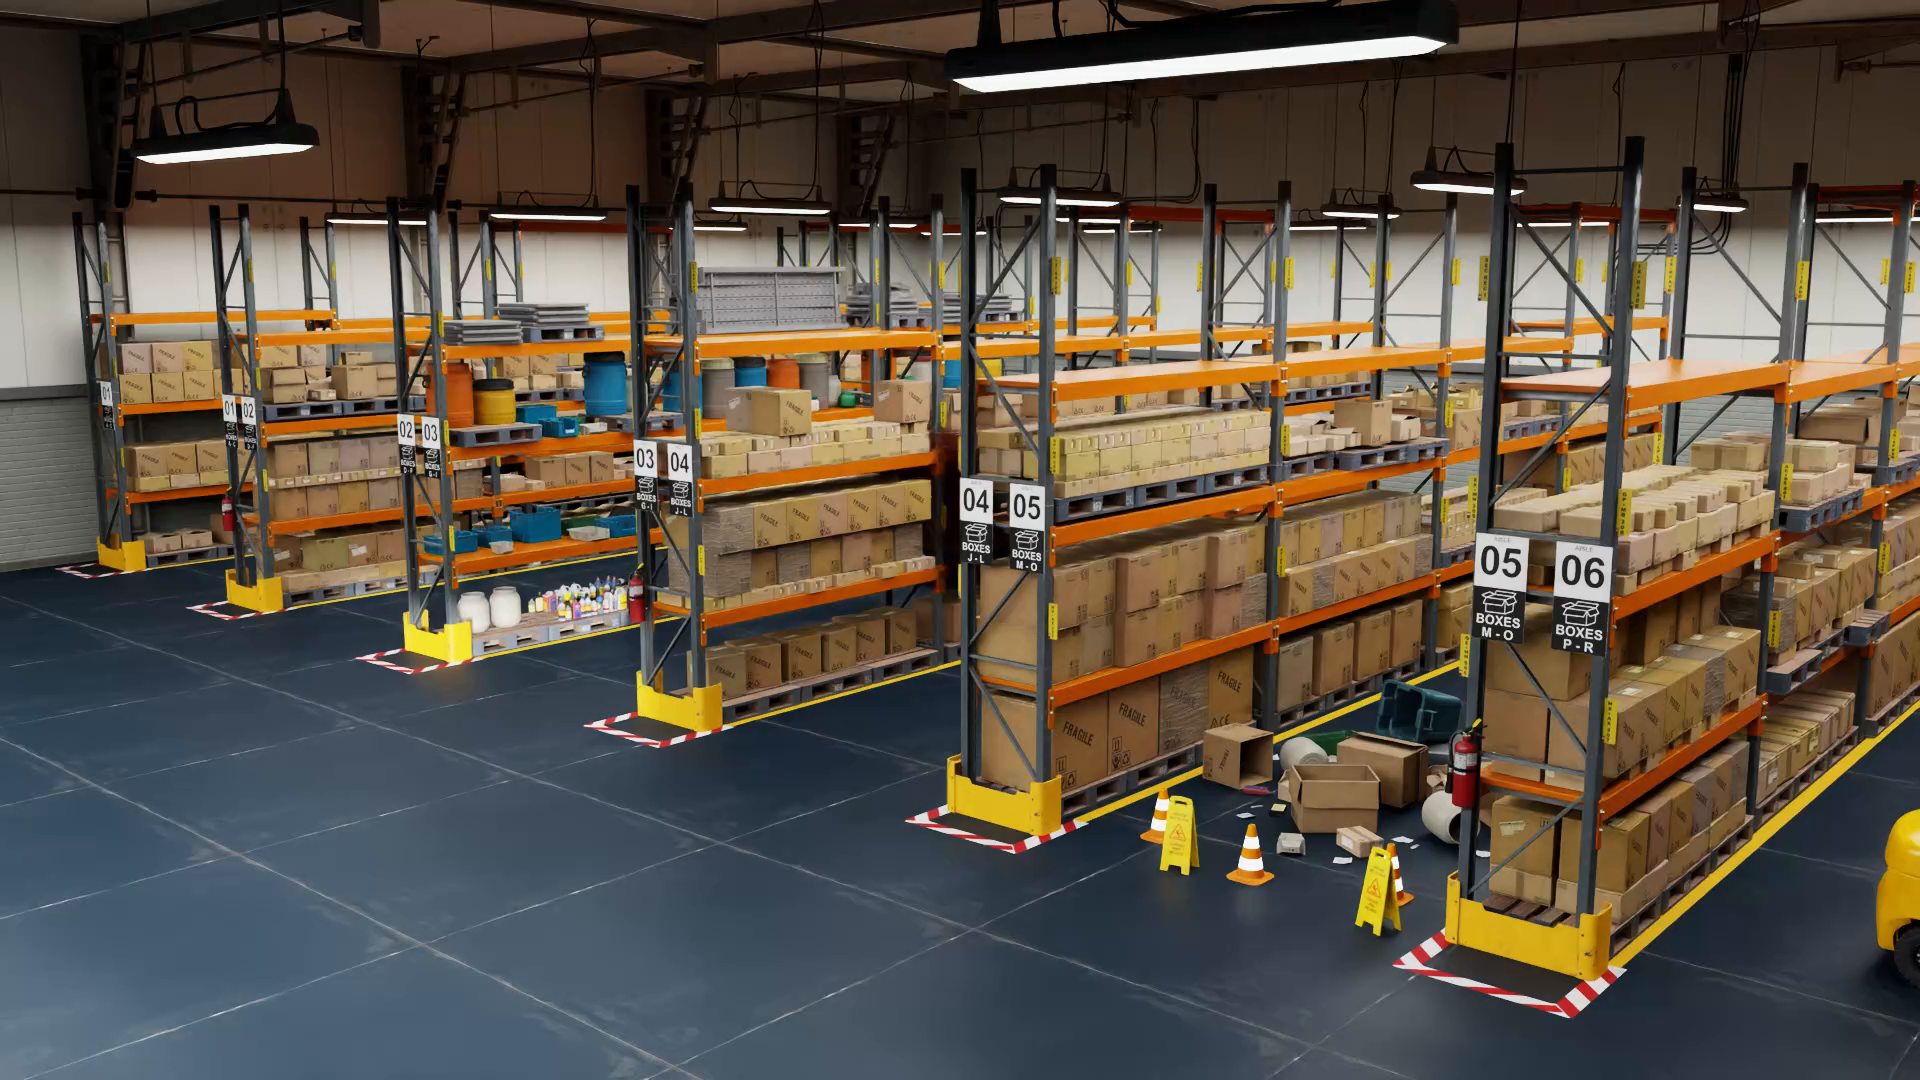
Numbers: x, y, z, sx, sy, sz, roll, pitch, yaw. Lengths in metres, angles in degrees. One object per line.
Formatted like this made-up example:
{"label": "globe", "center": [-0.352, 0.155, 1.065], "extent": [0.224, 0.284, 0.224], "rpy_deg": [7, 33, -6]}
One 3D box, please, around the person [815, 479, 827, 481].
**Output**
{"label": "person", "center": [-2.076, -0.071, 24.468], "extent": [0.978, 1.735, 0.647], "rpy_deg": [-9, 13, -44]}

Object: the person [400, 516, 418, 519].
{"label": "person", "center": [-10.253, -0.753, 30.793], "extent": [0.438, 1.615, 0.961], "rpy_deg": [6, 11, 31]}

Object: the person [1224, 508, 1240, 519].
{"label": "person", "center": [3.983, 0.270, 24.376], "extent": [0.565, 1.719, 1.068], "rpy_deg": [7, 12, 38]}
